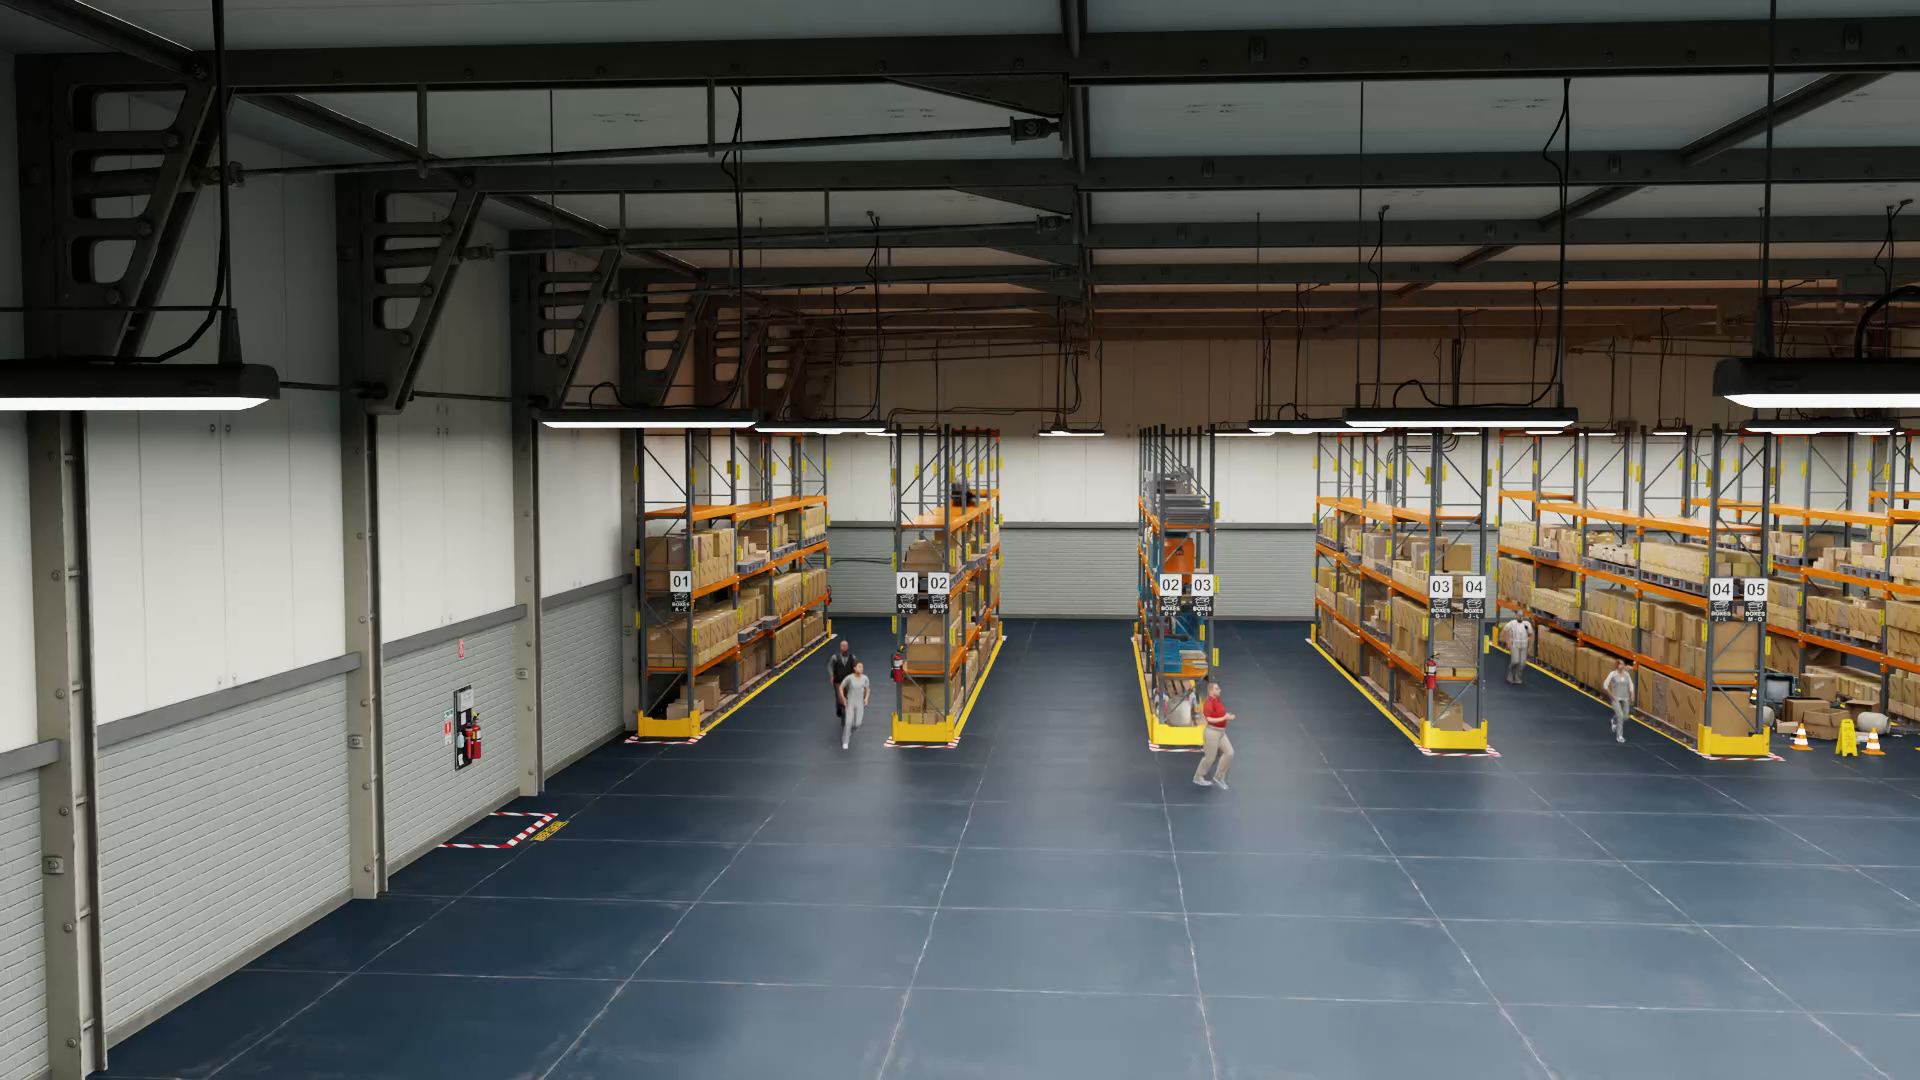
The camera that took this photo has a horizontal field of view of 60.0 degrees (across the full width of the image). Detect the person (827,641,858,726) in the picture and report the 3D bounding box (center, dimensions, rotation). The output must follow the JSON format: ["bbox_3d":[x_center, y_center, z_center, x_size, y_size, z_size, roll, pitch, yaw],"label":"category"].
[{"bbox_3d":[-2.325,2.859,33.302,0.671,1.676,0.597,-1,4,-10],"label":"person"}]

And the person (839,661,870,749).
[{"bbox_3d":[-1.952,3.043,30.939,0.608,1.609,0.553,-1,4,-17],"label":"person"}]

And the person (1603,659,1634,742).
[{"bbox_3d":[12.493,3.022,31.583,0.573,1.565,0.638,0,3,-4],"label":"person"}]

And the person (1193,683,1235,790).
[{"bbox_3d":[4.175,3.223,27.155,0.727,1.776,0.640,2,4,30],"label":"person"}]

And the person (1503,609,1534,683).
[{"bbox_3d":[13.064,2.484,38.802,0.667,1.756,0.625,0,3,3],"label":"person"}]
